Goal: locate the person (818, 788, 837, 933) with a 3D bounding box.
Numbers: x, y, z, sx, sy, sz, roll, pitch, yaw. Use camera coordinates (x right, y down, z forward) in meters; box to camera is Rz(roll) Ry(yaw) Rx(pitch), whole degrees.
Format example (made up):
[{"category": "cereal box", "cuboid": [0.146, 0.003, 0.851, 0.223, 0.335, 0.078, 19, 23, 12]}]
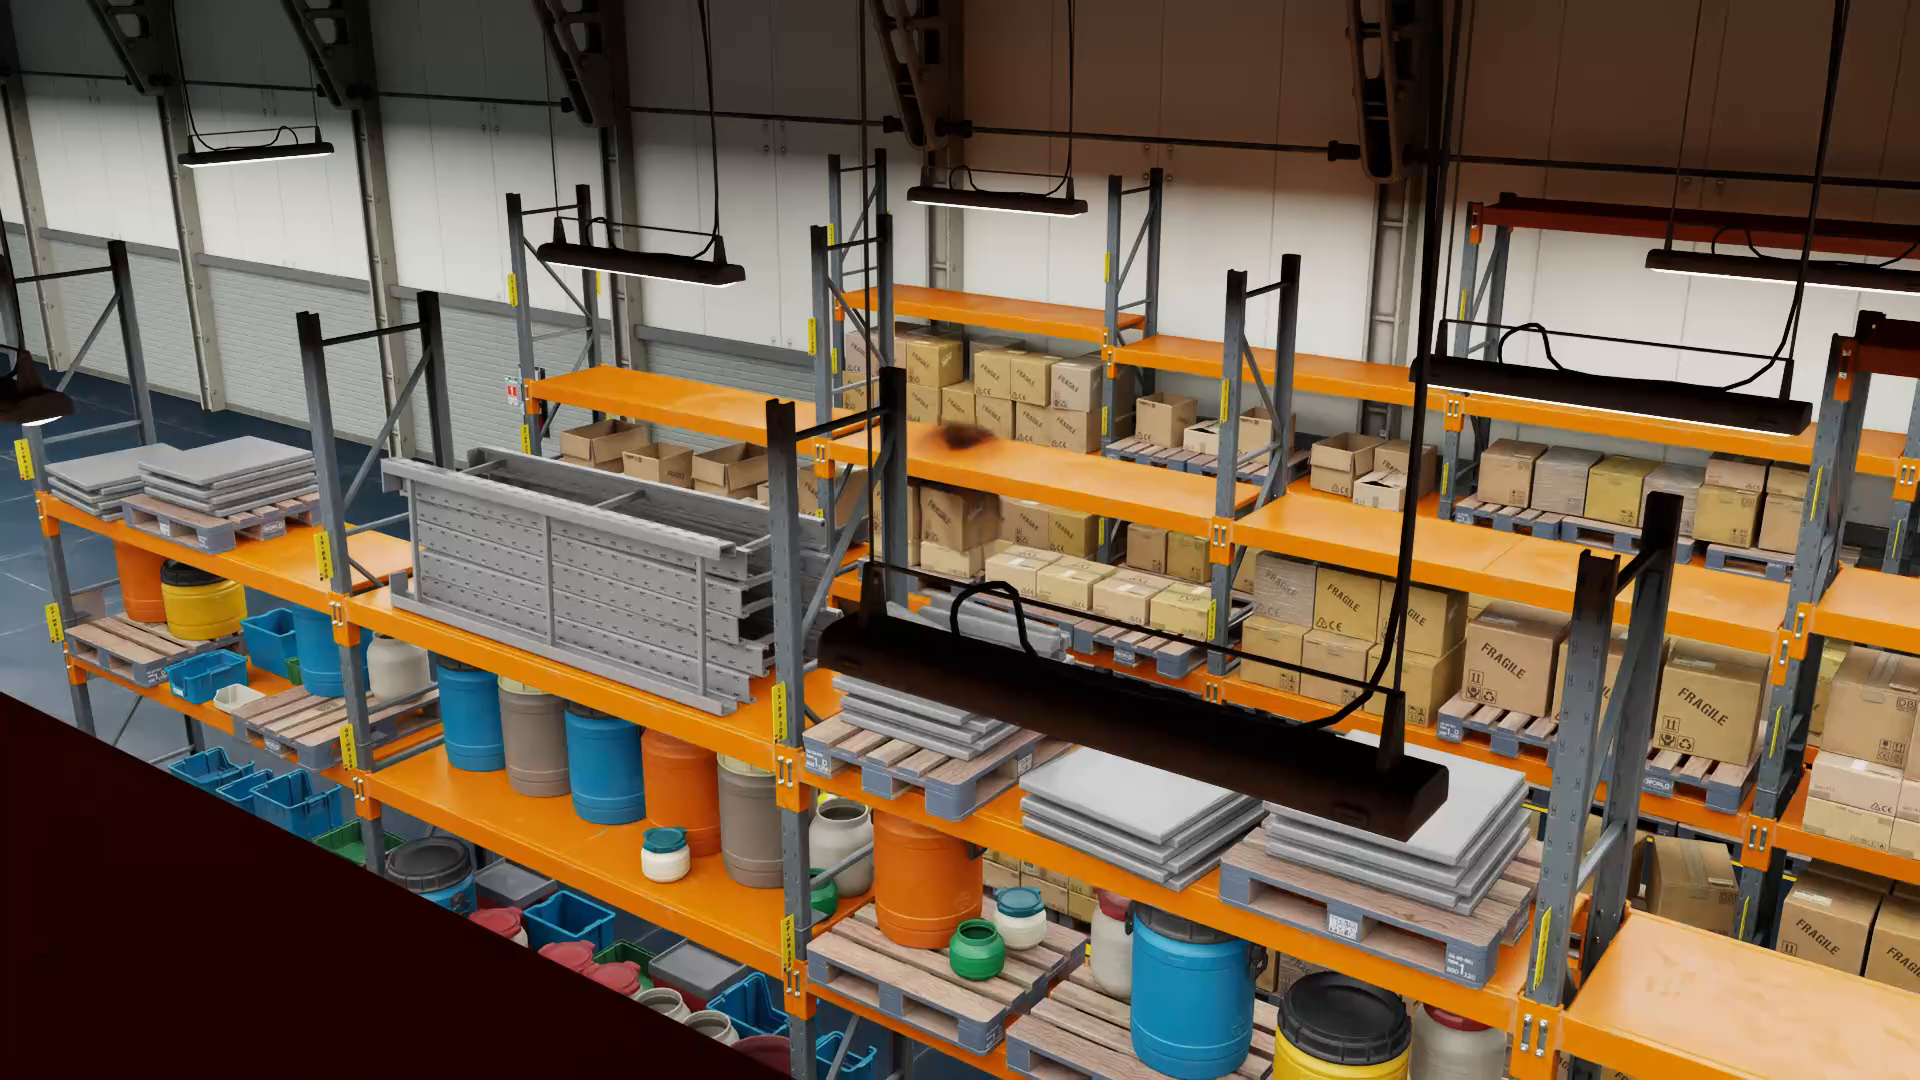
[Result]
[{"category": "person", "cuboid": [-1.236, 2.666, 14.415, 0.595, 1.766, 0.586, -1, 19, -3]}]
